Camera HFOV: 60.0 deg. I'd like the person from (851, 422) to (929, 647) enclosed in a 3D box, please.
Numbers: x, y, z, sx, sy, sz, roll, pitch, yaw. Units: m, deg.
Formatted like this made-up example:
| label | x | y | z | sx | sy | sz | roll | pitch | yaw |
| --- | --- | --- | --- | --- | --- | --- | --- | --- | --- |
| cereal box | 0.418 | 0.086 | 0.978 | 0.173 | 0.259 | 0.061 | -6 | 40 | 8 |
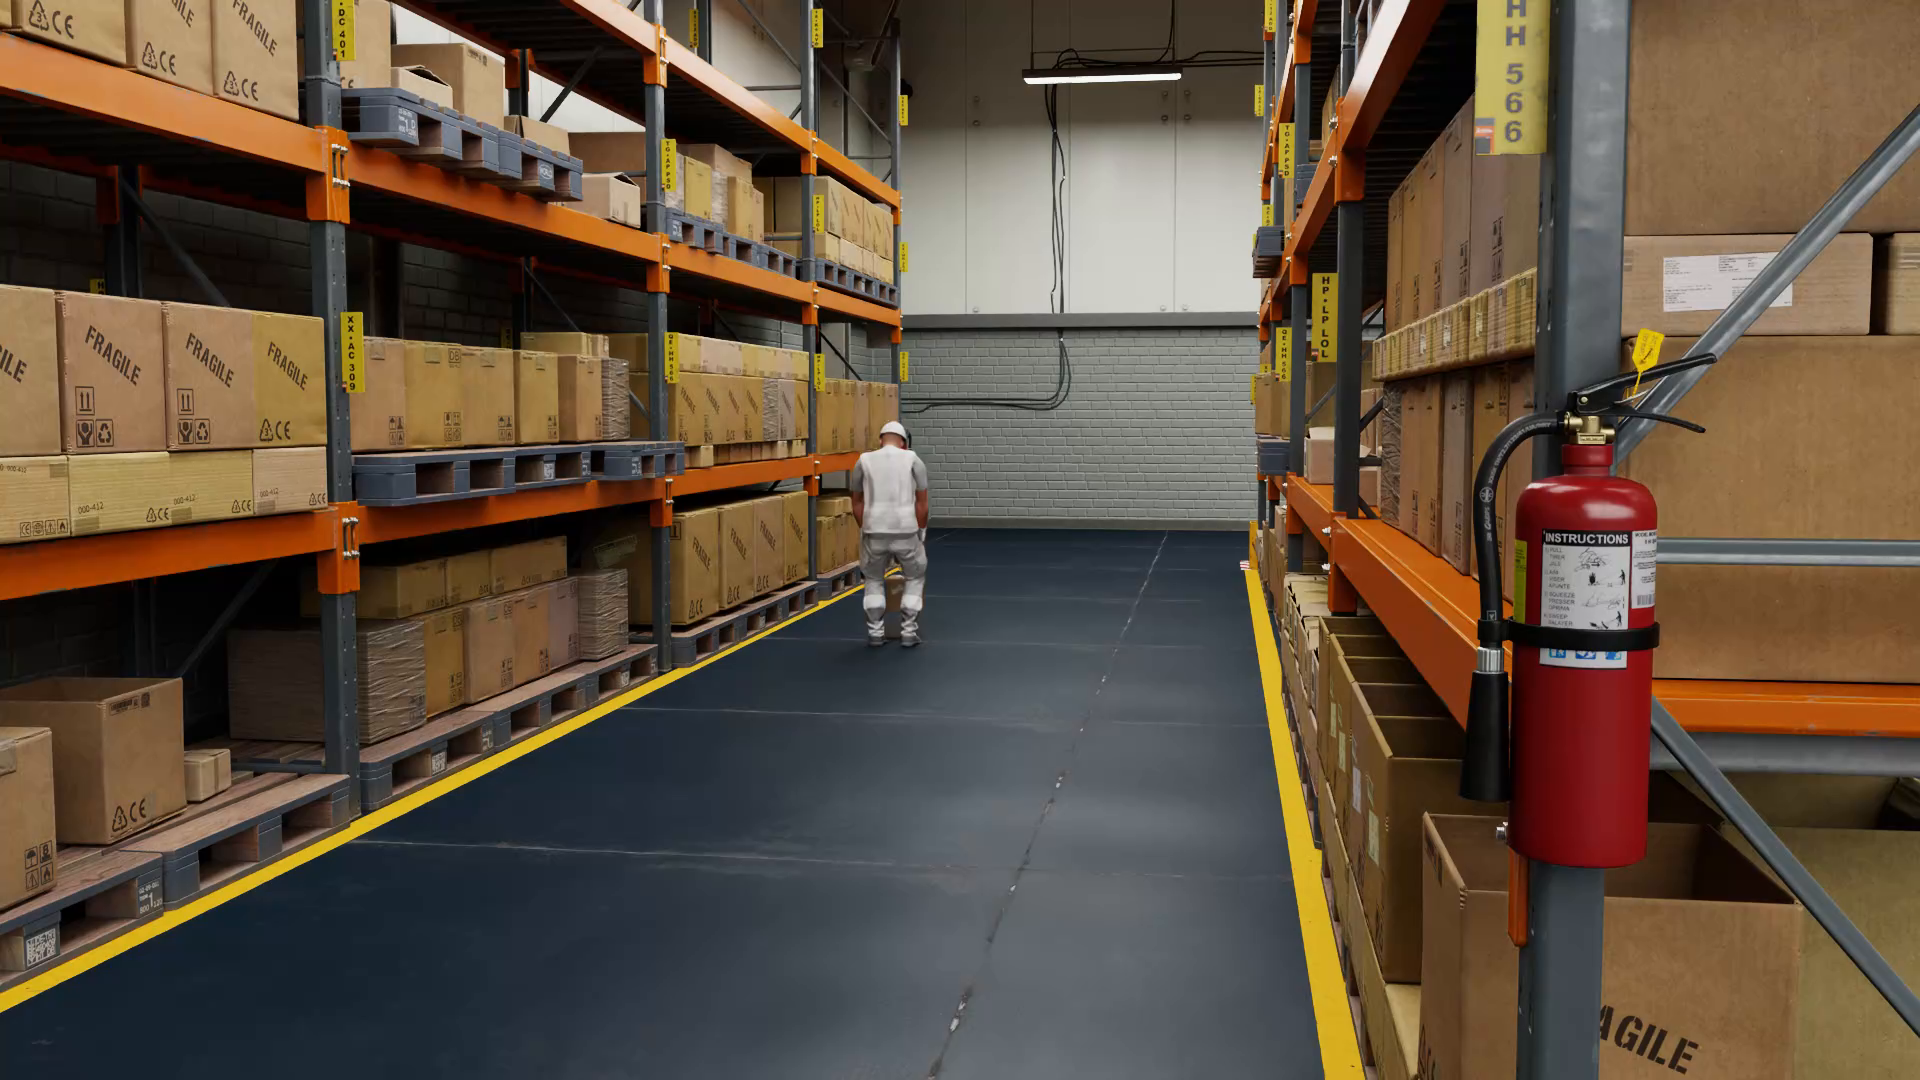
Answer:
| label | x | y | z | sx | sy | sz | roll | pitch | yaw |
| --- | --- | --- | --- | --- | --- | --- | --- | --- | --- |
| person | -0.515 | -0.048 | 12.121 | 0.568 | 1.627 | 0.602 | 1 | 4 | 10 |
